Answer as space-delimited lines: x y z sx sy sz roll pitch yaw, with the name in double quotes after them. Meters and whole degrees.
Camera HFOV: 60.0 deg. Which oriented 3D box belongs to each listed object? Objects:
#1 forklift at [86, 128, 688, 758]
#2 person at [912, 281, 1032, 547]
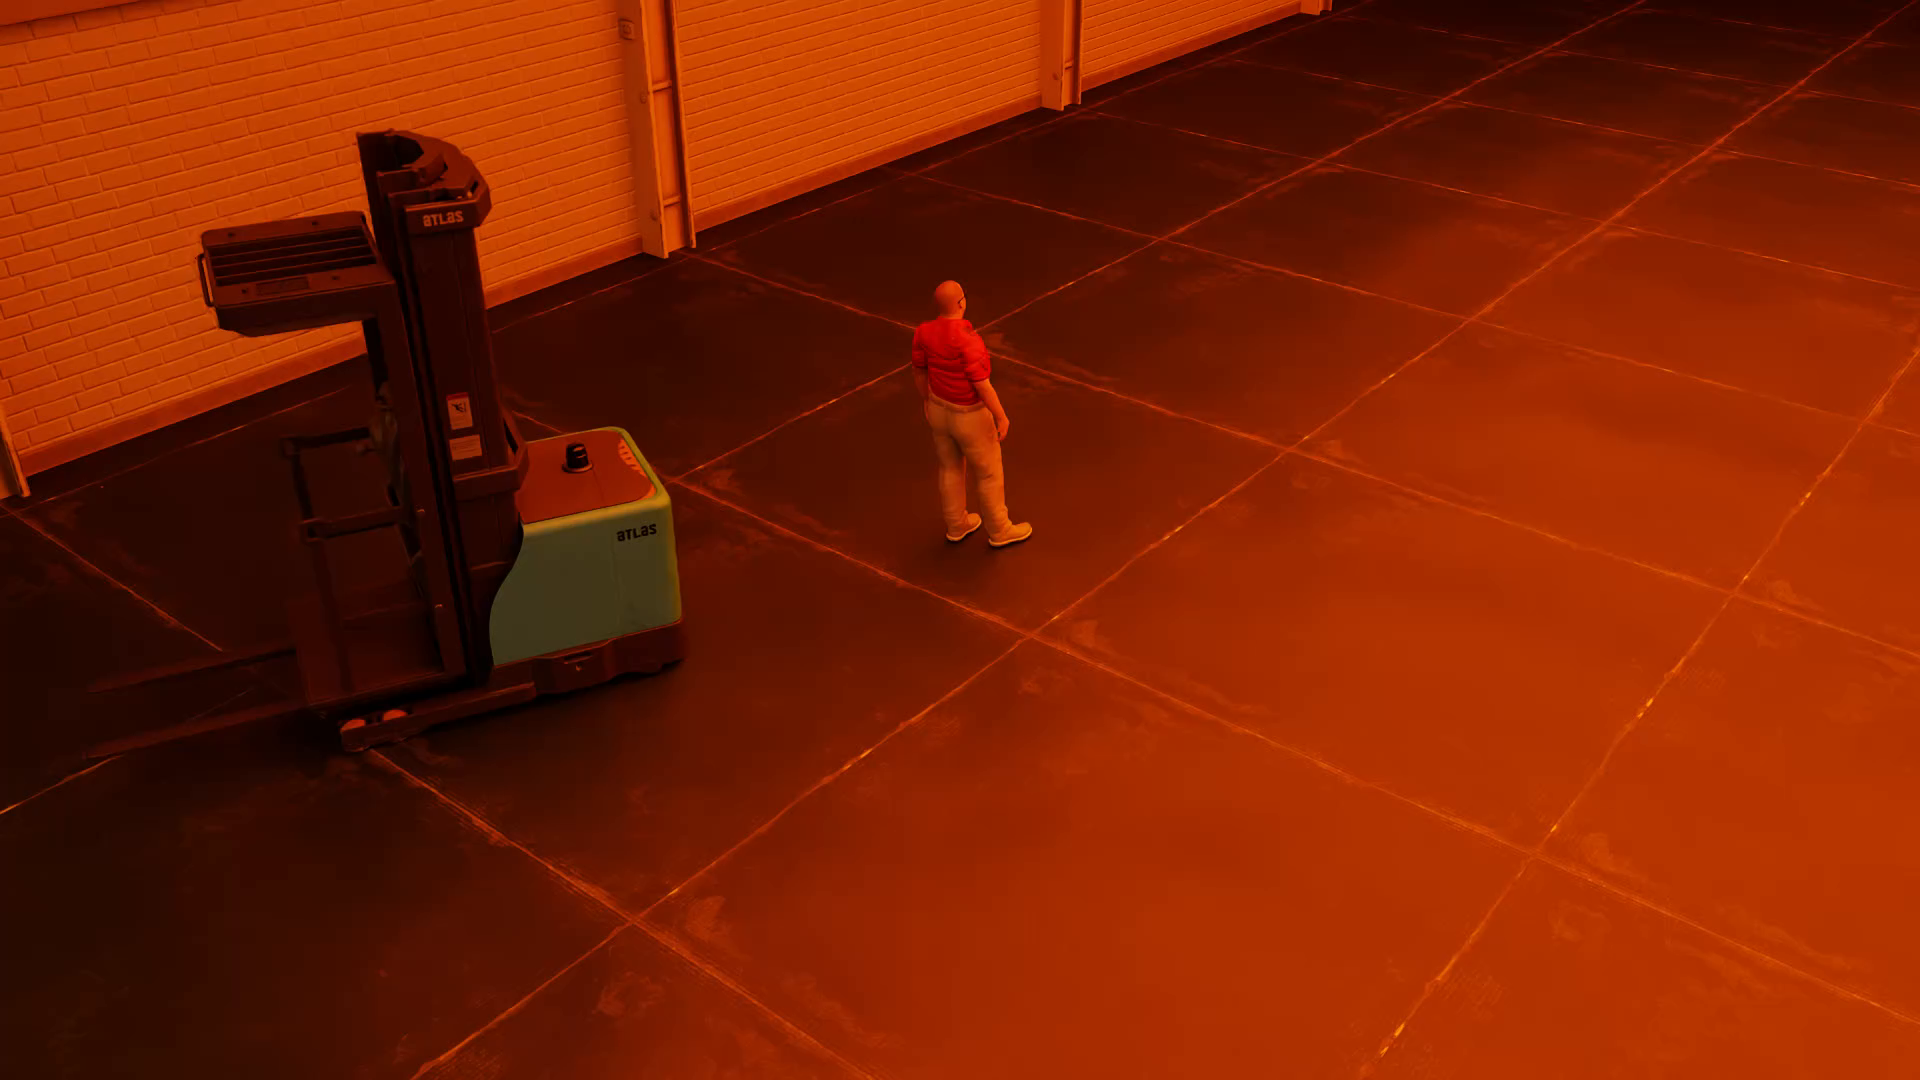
-3.078 -0.472 8.403 3.031 2.935 1.130 -13 33 -21 "forklift"
0.066 -0.785 10.114 0.641 1.727 0.550 22 37 33 "person"
